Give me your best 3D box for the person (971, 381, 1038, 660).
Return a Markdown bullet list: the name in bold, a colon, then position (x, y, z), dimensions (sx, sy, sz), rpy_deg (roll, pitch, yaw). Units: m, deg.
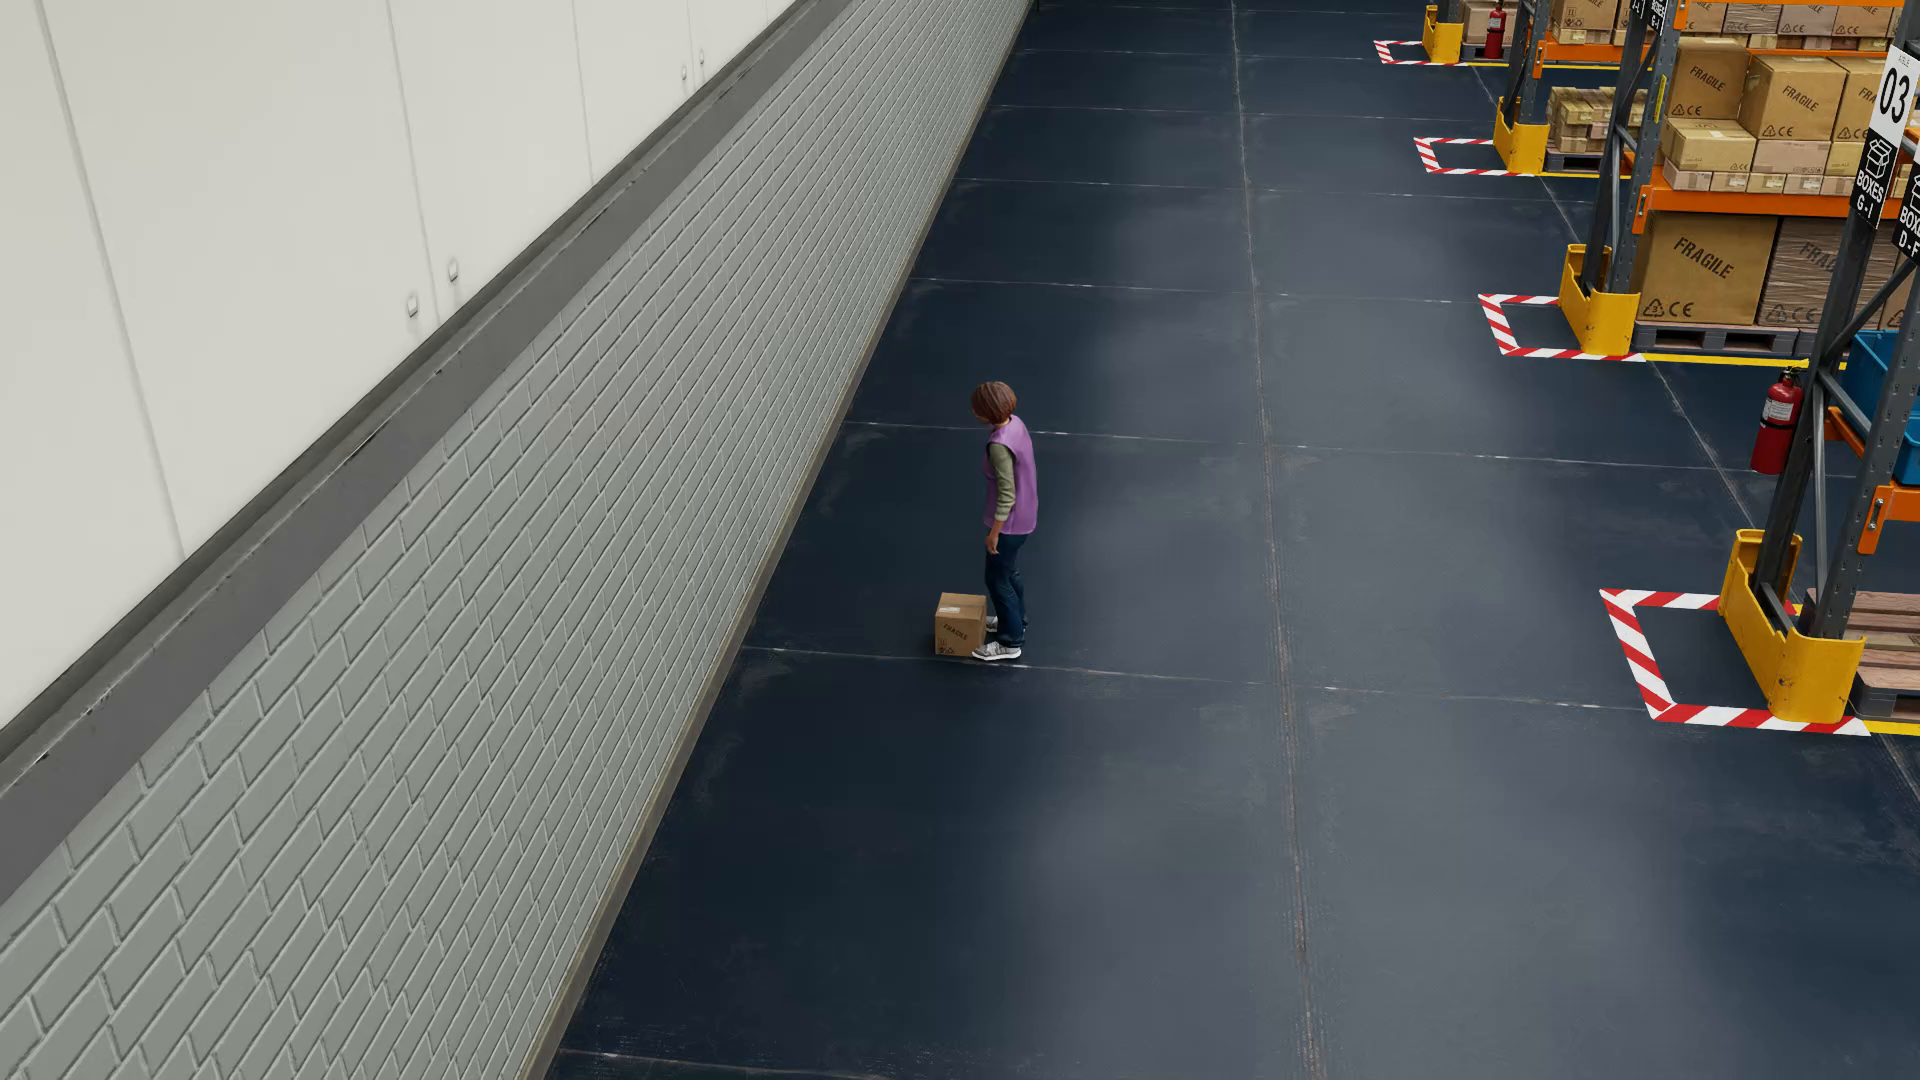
- **person**: position (0.236, -0.104, 8.825), dimensions (0.348, 1.593, 0.465), rpy_deg (5, 29, 9)
